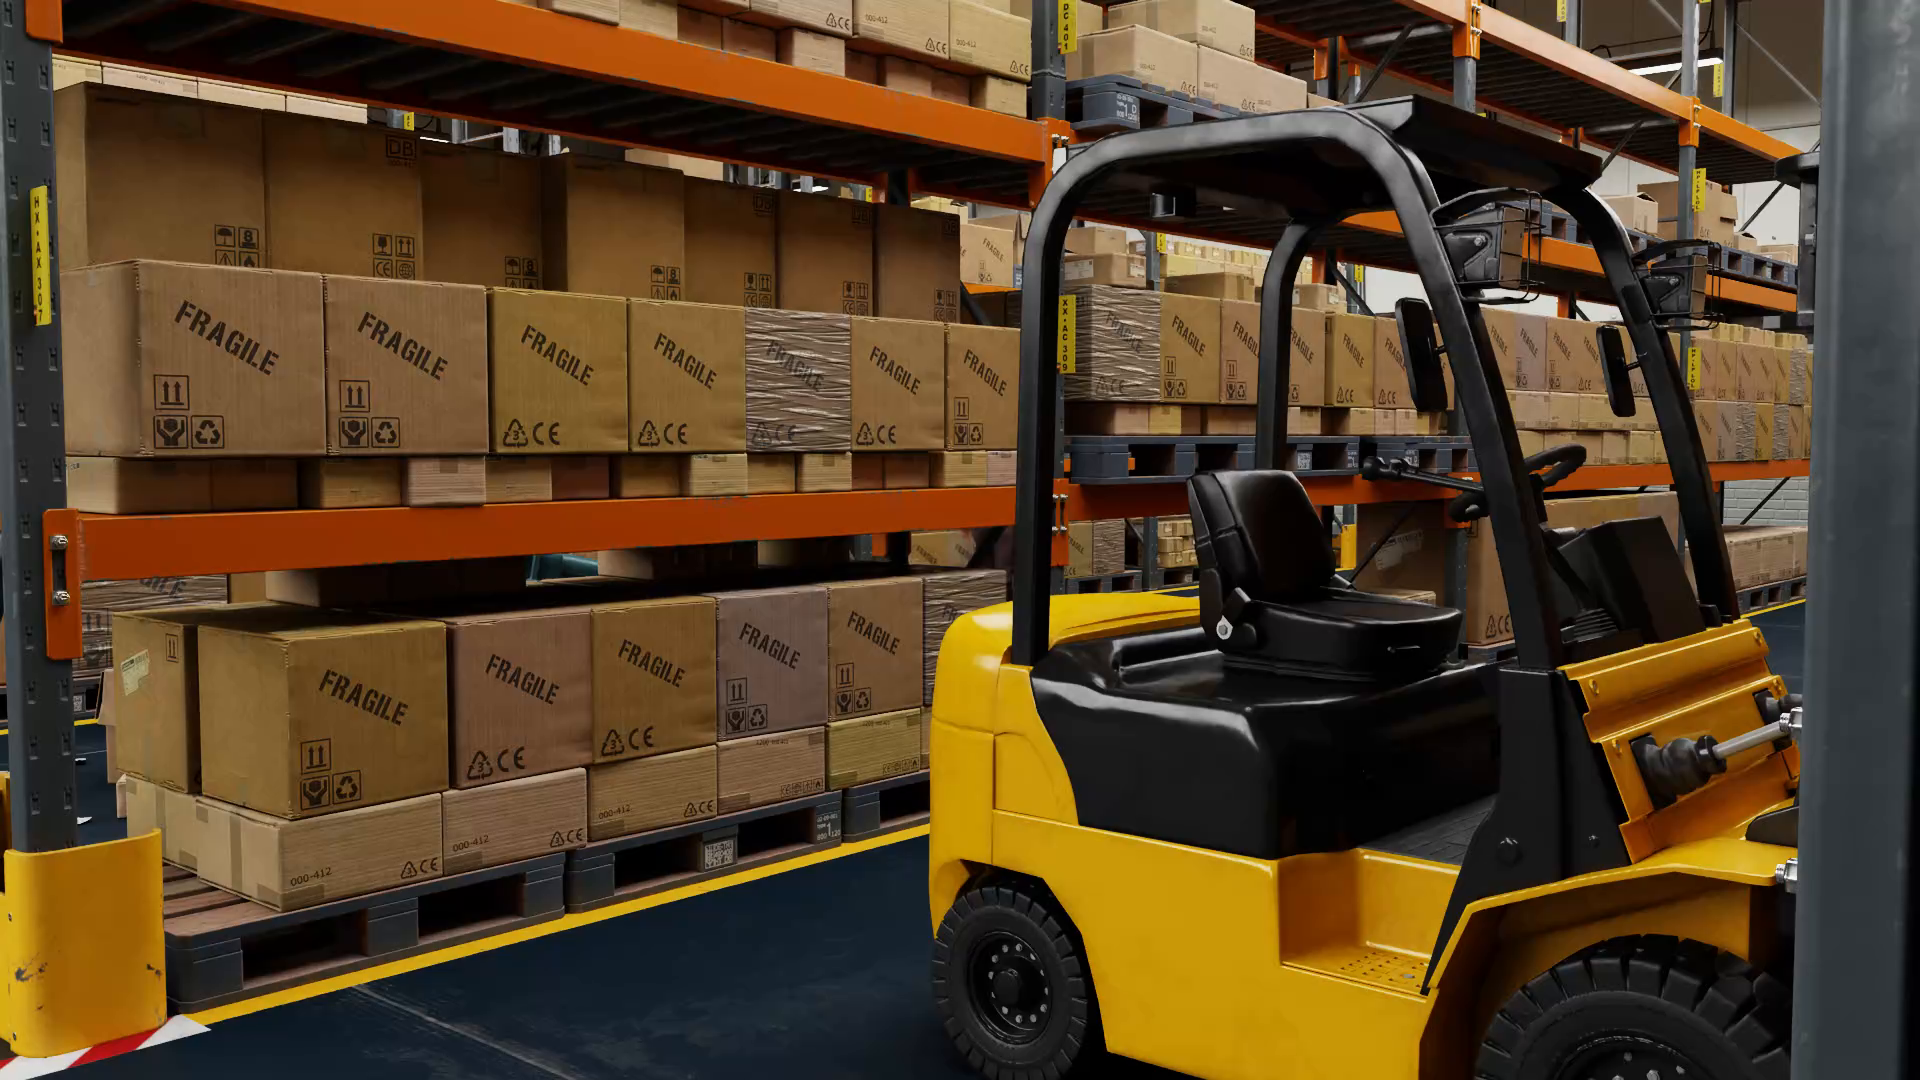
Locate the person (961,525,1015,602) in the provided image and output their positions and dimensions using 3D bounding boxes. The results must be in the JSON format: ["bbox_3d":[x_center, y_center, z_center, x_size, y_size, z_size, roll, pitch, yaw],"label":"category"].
[{"bbox_3d":[0.282,-0.120,12.217,0.583,1.715,0.474,2,4,32],"label":"person"}]
